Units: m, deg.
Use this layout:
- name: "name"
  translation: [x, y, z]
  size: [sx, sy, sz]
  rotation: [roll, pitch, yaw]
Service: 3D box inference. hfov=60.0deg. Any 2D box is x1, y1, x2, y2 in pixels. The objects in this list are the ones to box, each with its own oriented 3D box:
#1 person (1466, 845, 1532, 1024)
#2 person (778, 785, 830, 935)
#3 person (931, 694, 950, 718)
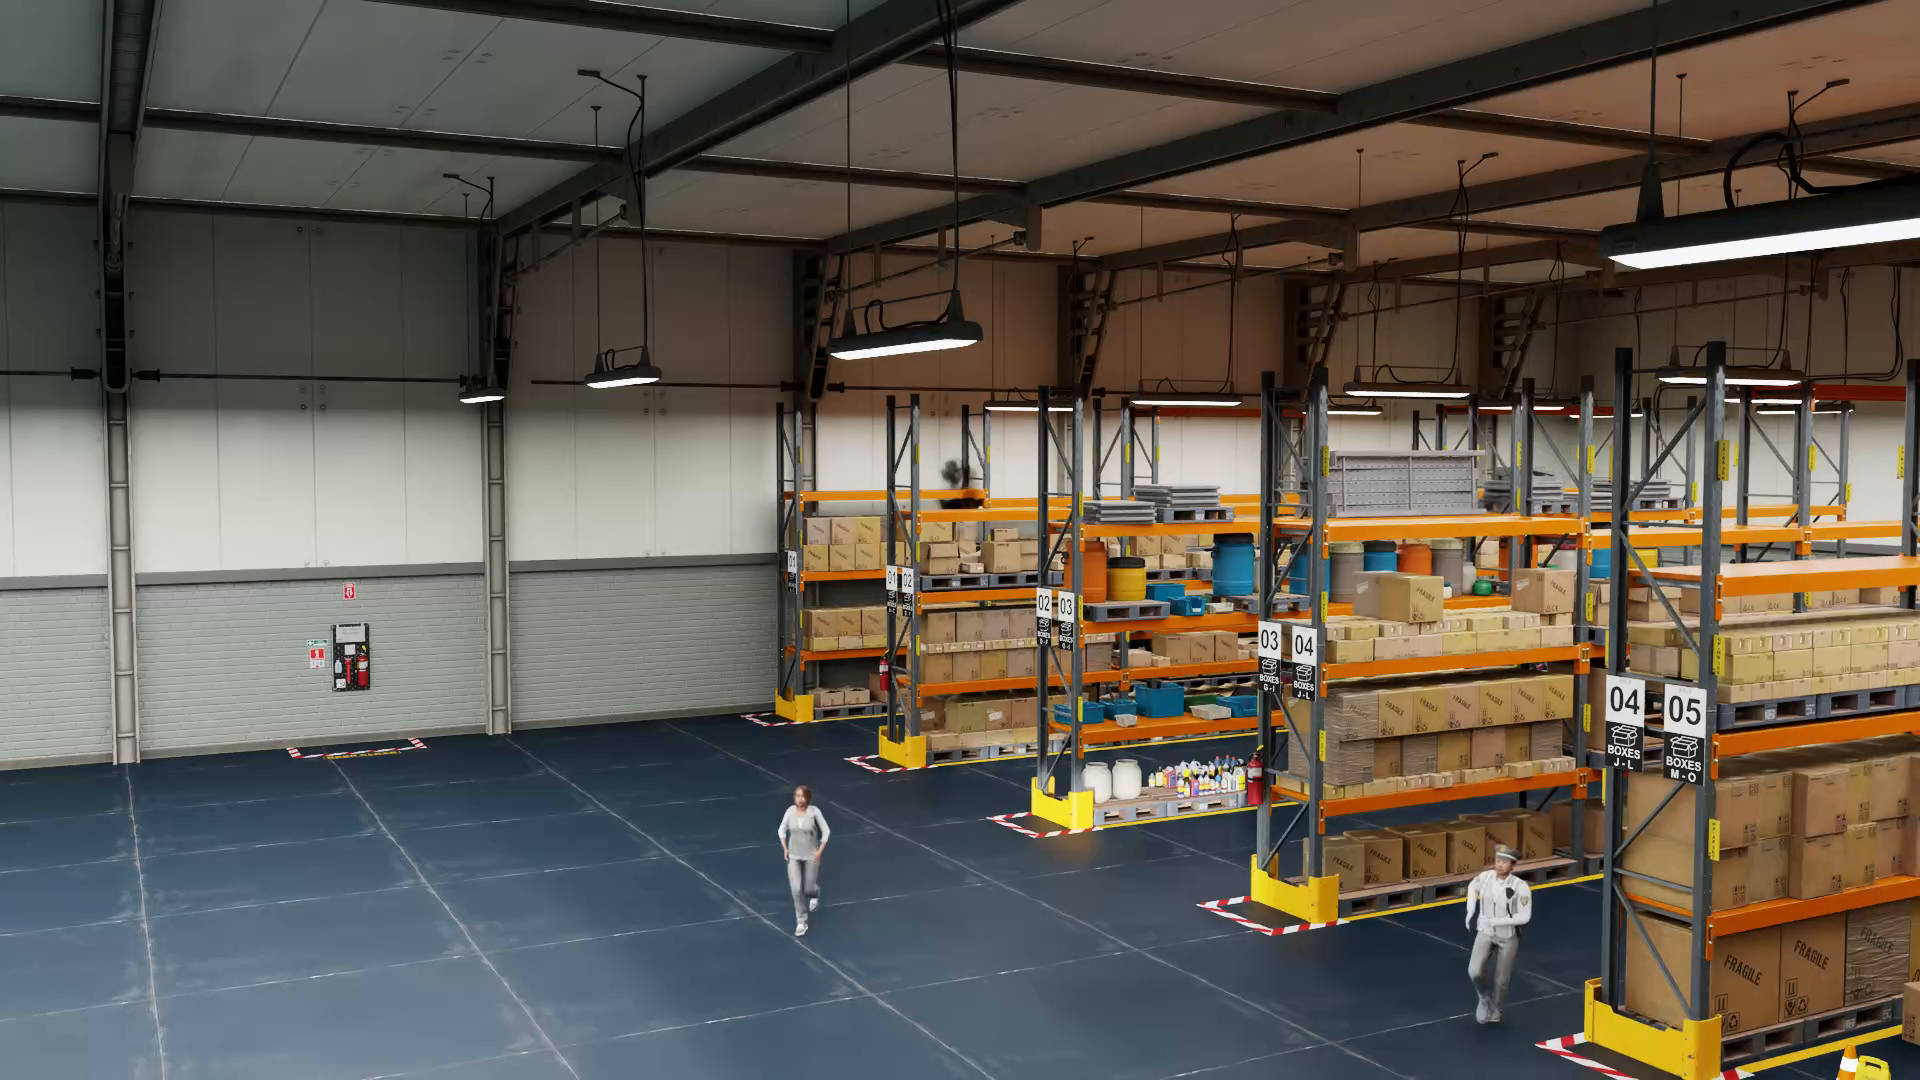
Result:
- name: "person"
  translation: [4.749, 3.492, 14.723]
  size: [0.611, 1.644, 0.622]
  rotation: [2, 4, 32]
- name: "person"
  translation: [-1.670, 3.385, 17.801]
  size: [0.562, 1.564, 0.641]
  rotation: [0, 3, 3]
- name: "person"
  translation: [-0.334, 2.633, 29.264]
  size: [0.971, 1.741, 0.676]
  rotation: [-2, 4, -33]
